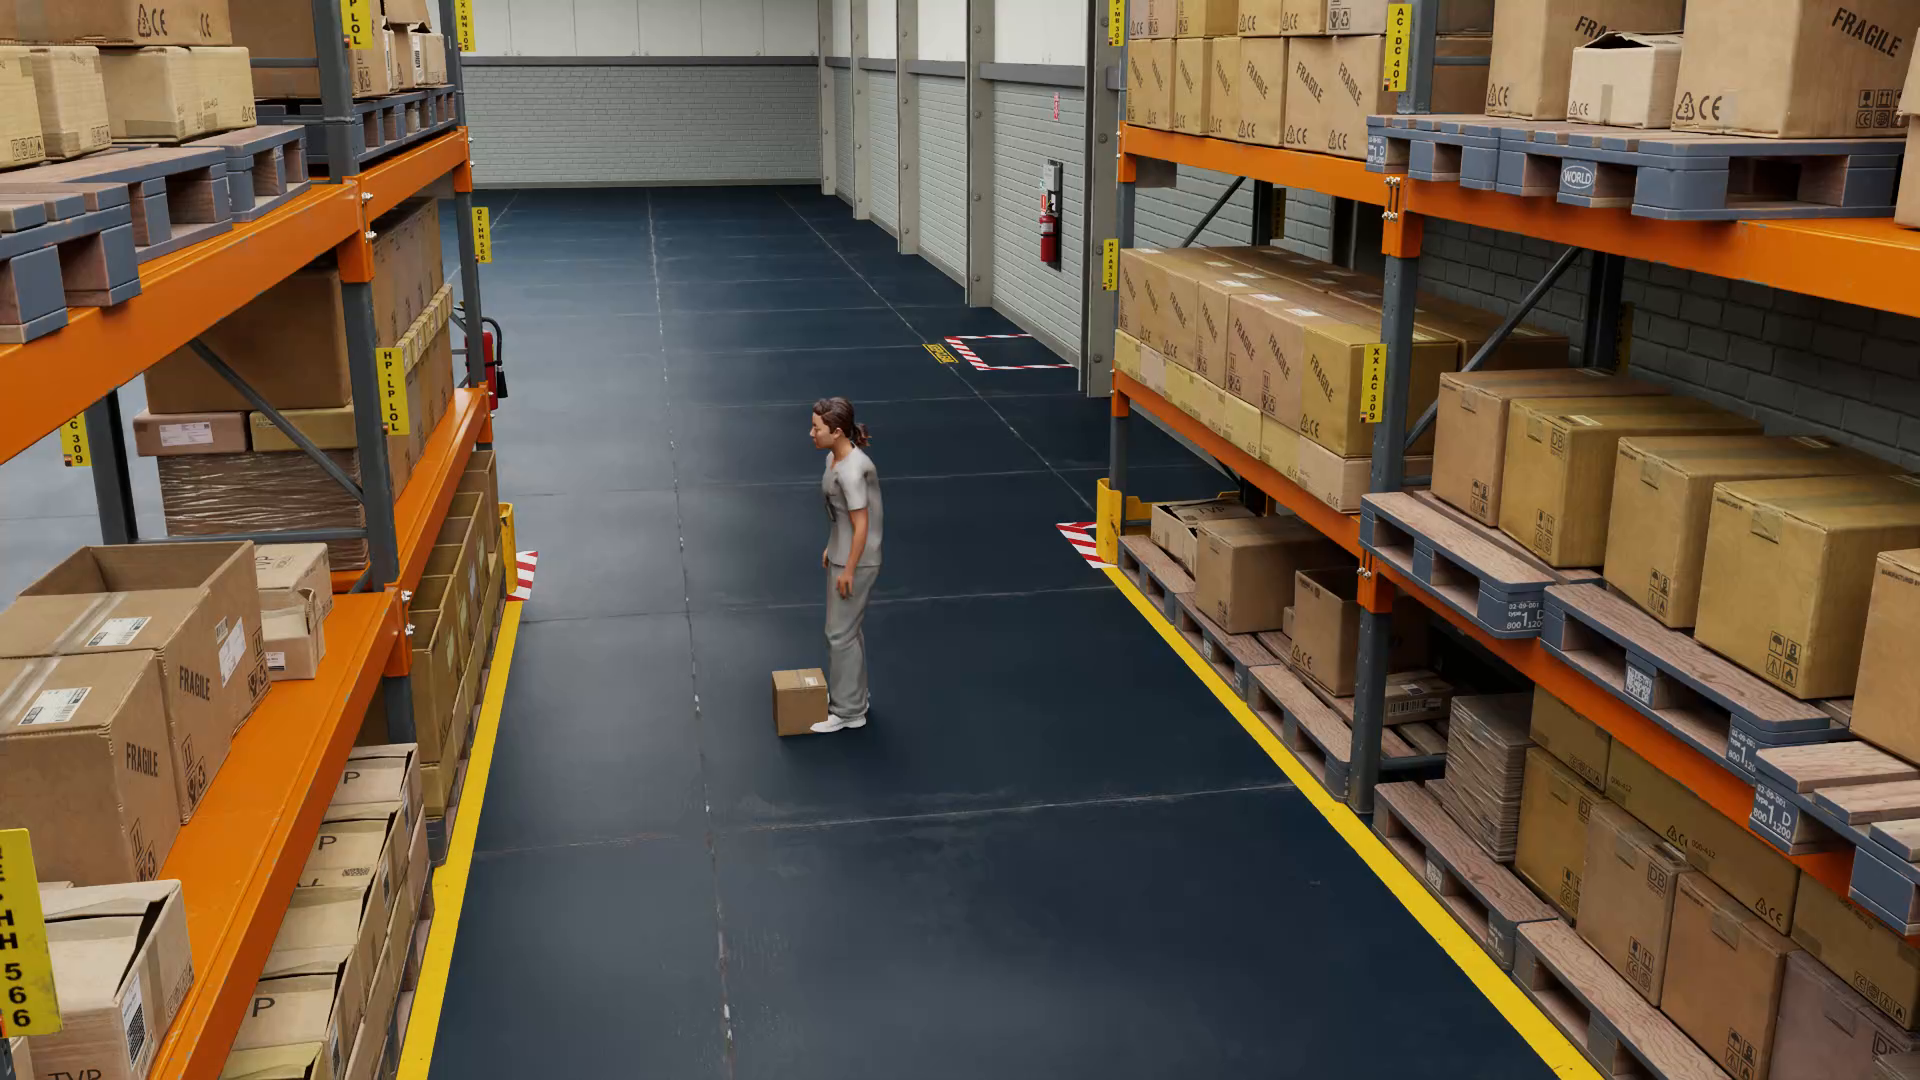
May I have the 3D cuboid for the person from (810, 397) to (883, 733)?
[{"bbox_3d":[-0.586,0.115,8.155,0.407,1.670,0.511,-4,17,-13],"label":"person"}]
